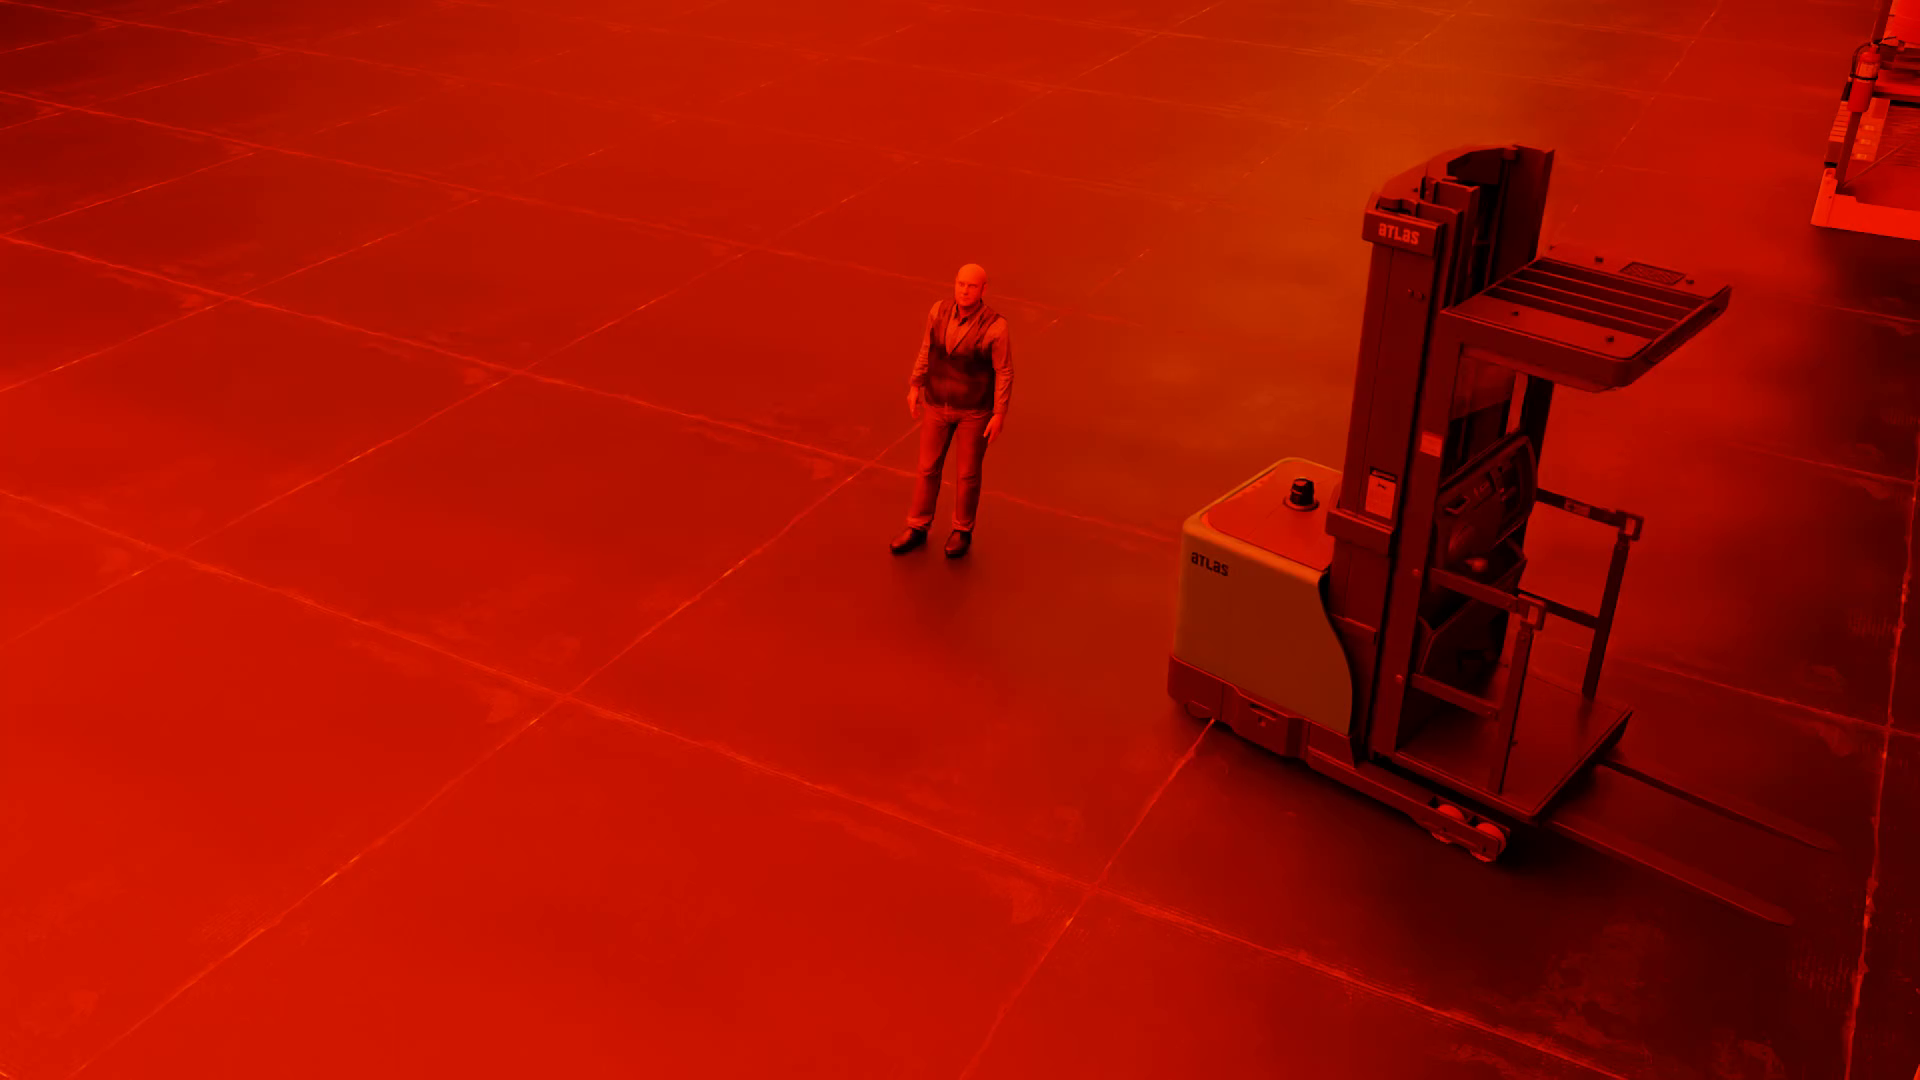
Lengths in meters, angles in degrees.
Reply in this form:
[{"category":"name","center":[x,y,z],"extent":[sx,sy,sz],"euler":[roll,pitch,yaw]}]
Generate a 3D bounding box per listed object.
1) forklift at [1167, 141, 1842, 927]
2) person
[{"category":"forklift","center":[2.494,-0.121,7.280],"extent":[3.031,2.935,1.130],"euler":[24,38,35]},{"category":"person","center":[-0.037,-0.726,9.524],"extent":[0.634,1.722,0.566],"euler":[15,33,25]}]
